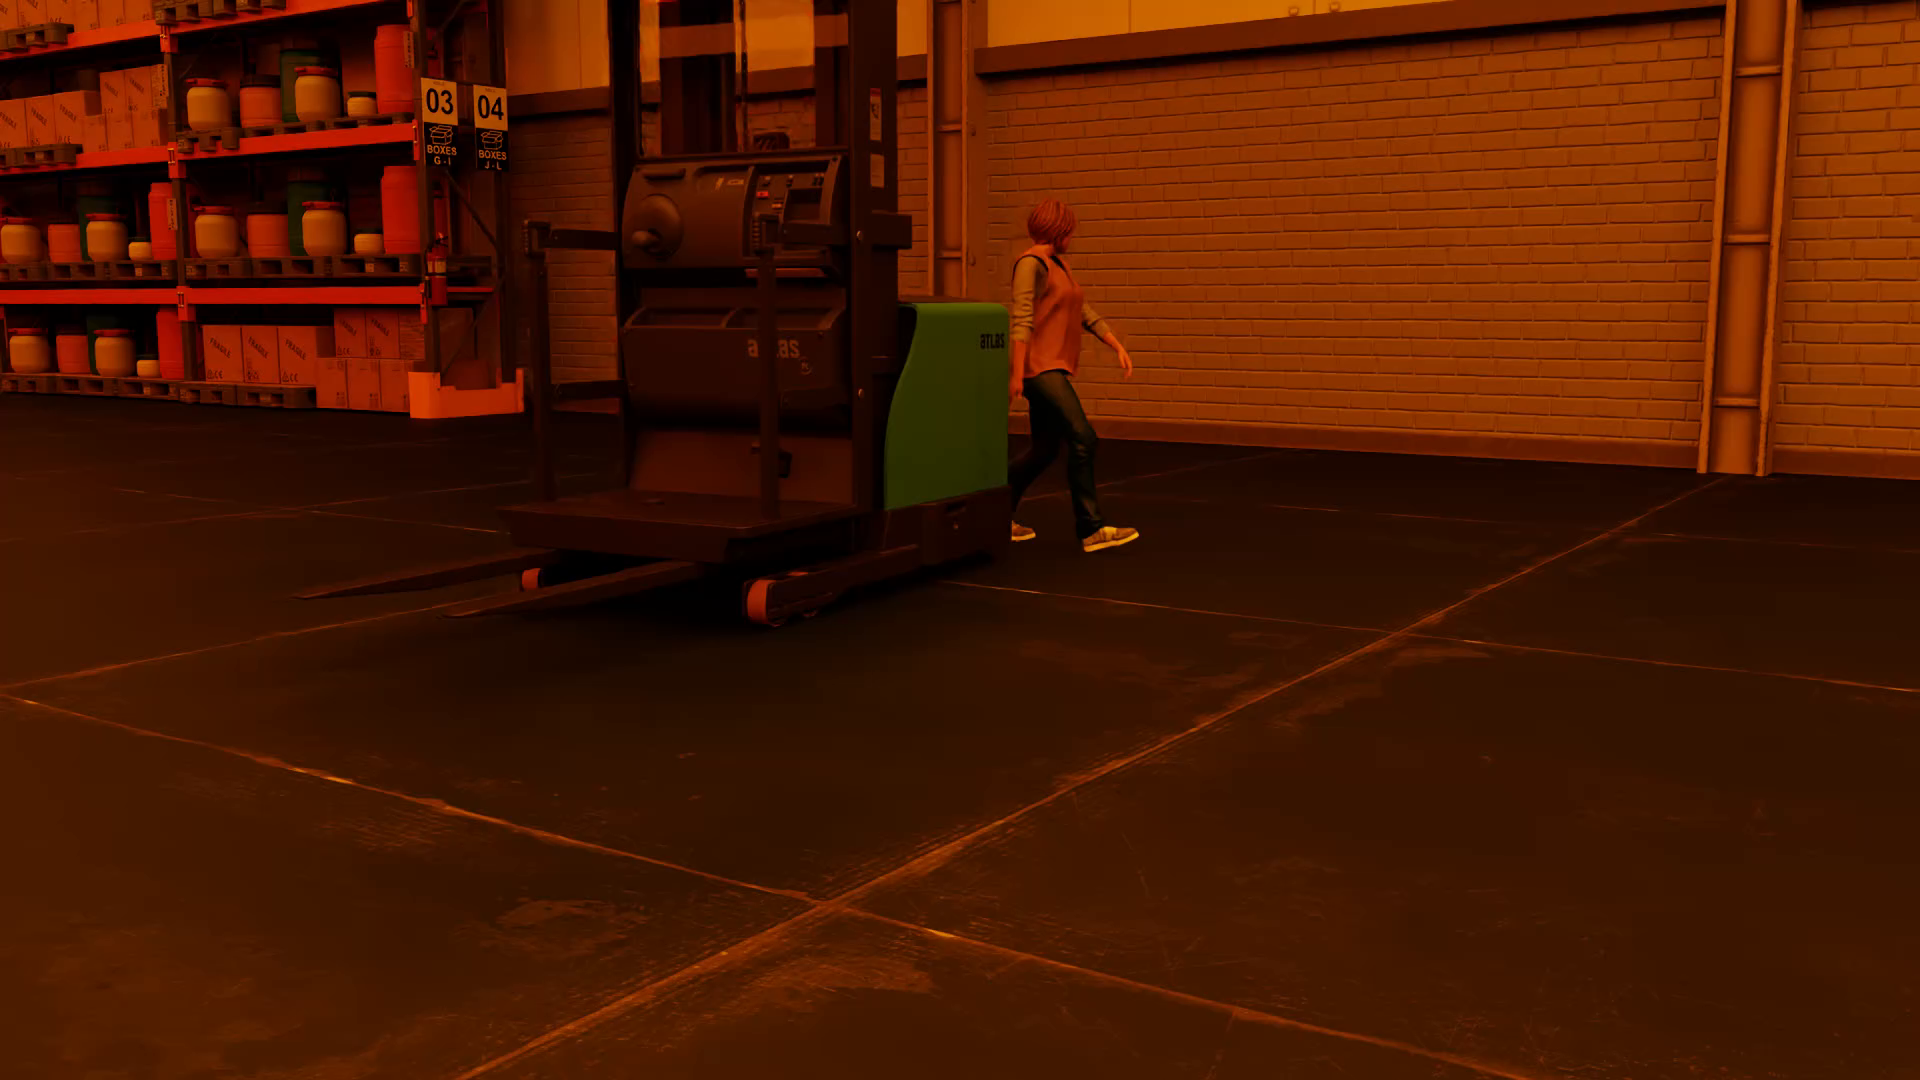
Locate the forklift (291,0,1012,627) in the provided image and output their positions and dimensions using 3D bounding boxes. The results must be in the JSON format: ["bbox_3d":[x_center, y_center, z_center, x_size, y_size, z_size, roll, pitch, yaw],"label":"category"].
[{"bbox_3d":[-0.936,-1.231,5.847,1.130,2.935,3.031,4,9,29],"label":"forklift"}]

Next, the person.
[{"bbox_3d":[0.415,-0.717,7.254,0.823,1.522,0.544,3,8,18],"label":"person"}]
